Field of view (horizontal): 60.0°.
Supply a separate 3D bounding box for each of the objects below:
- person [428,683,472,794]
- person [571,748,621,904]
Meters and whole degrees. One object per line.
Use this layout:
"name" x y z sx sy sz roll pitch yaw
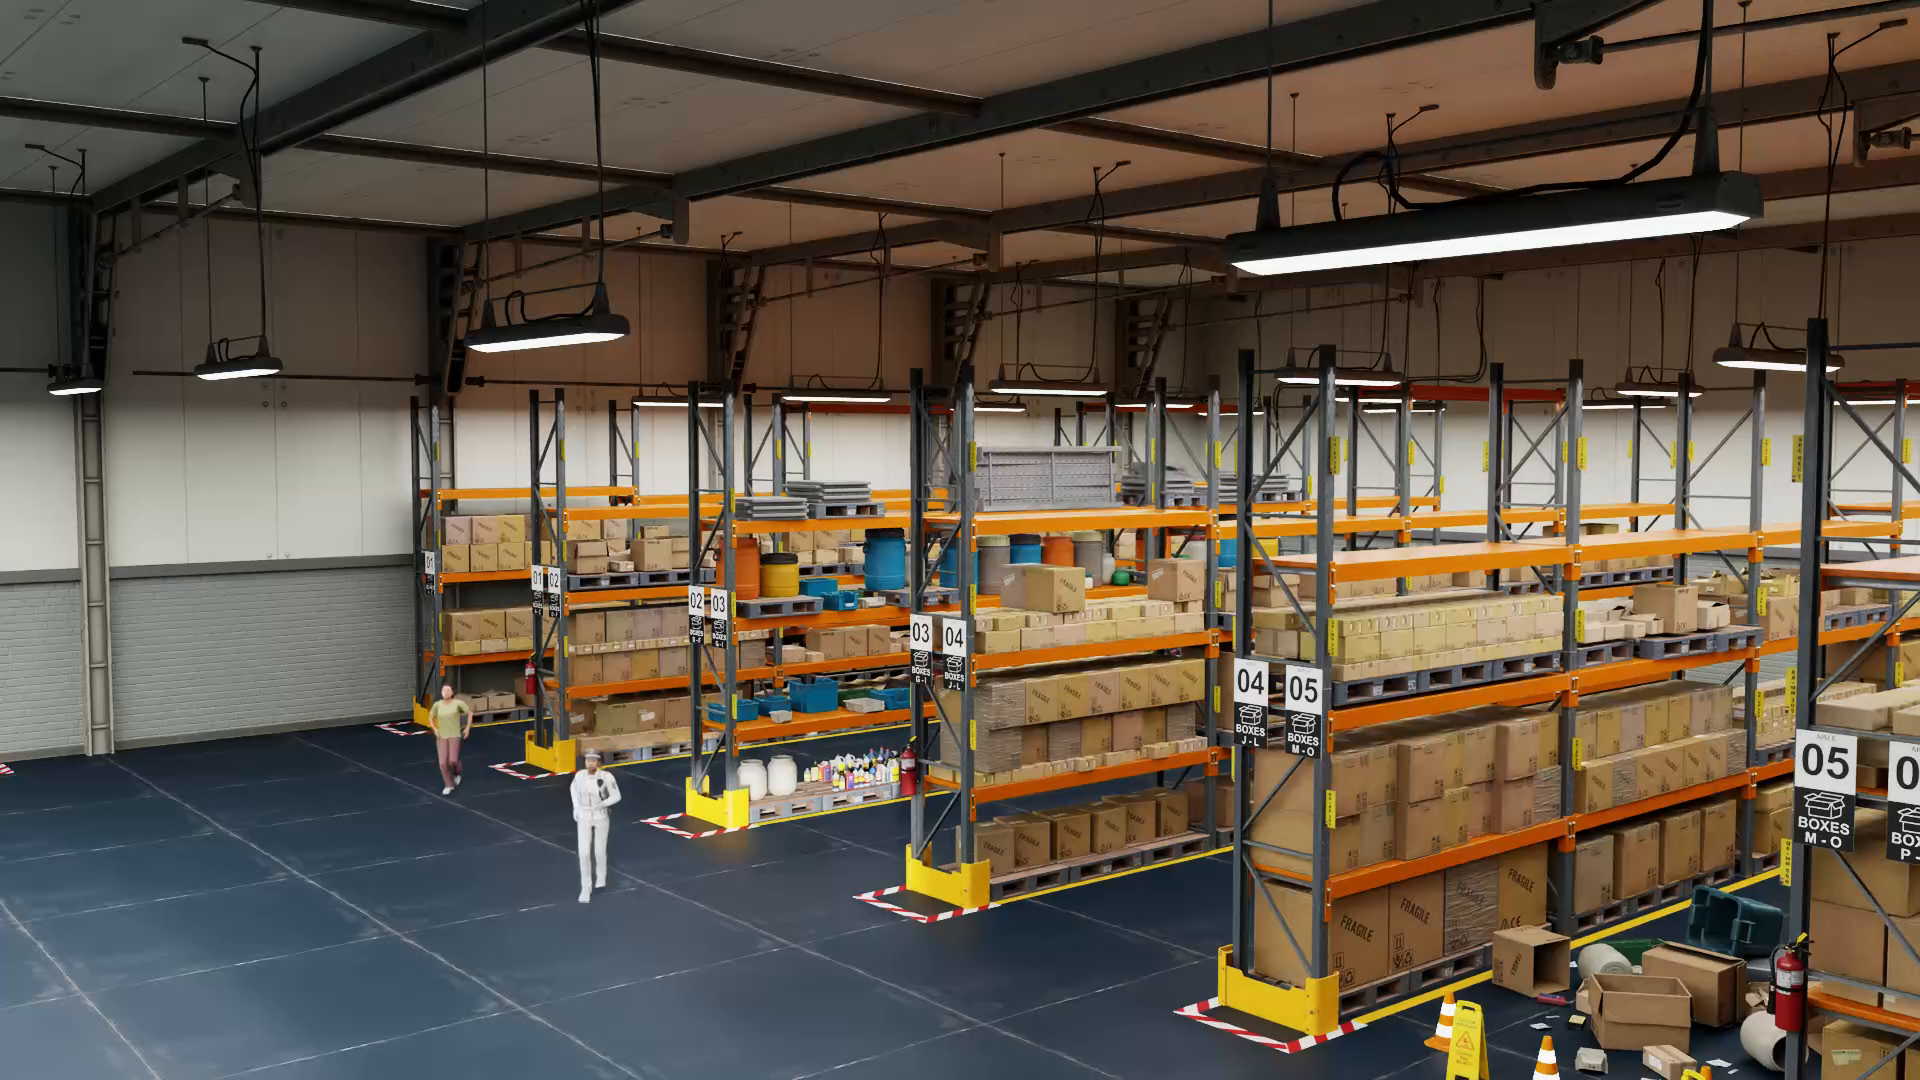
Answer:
"person" -7.515 2.911 24.494 0.614 1.635 0.569 0 3 -8
"person" -4.157 3.207 18.934 0.588 1.743 0.767 0 3 -5
